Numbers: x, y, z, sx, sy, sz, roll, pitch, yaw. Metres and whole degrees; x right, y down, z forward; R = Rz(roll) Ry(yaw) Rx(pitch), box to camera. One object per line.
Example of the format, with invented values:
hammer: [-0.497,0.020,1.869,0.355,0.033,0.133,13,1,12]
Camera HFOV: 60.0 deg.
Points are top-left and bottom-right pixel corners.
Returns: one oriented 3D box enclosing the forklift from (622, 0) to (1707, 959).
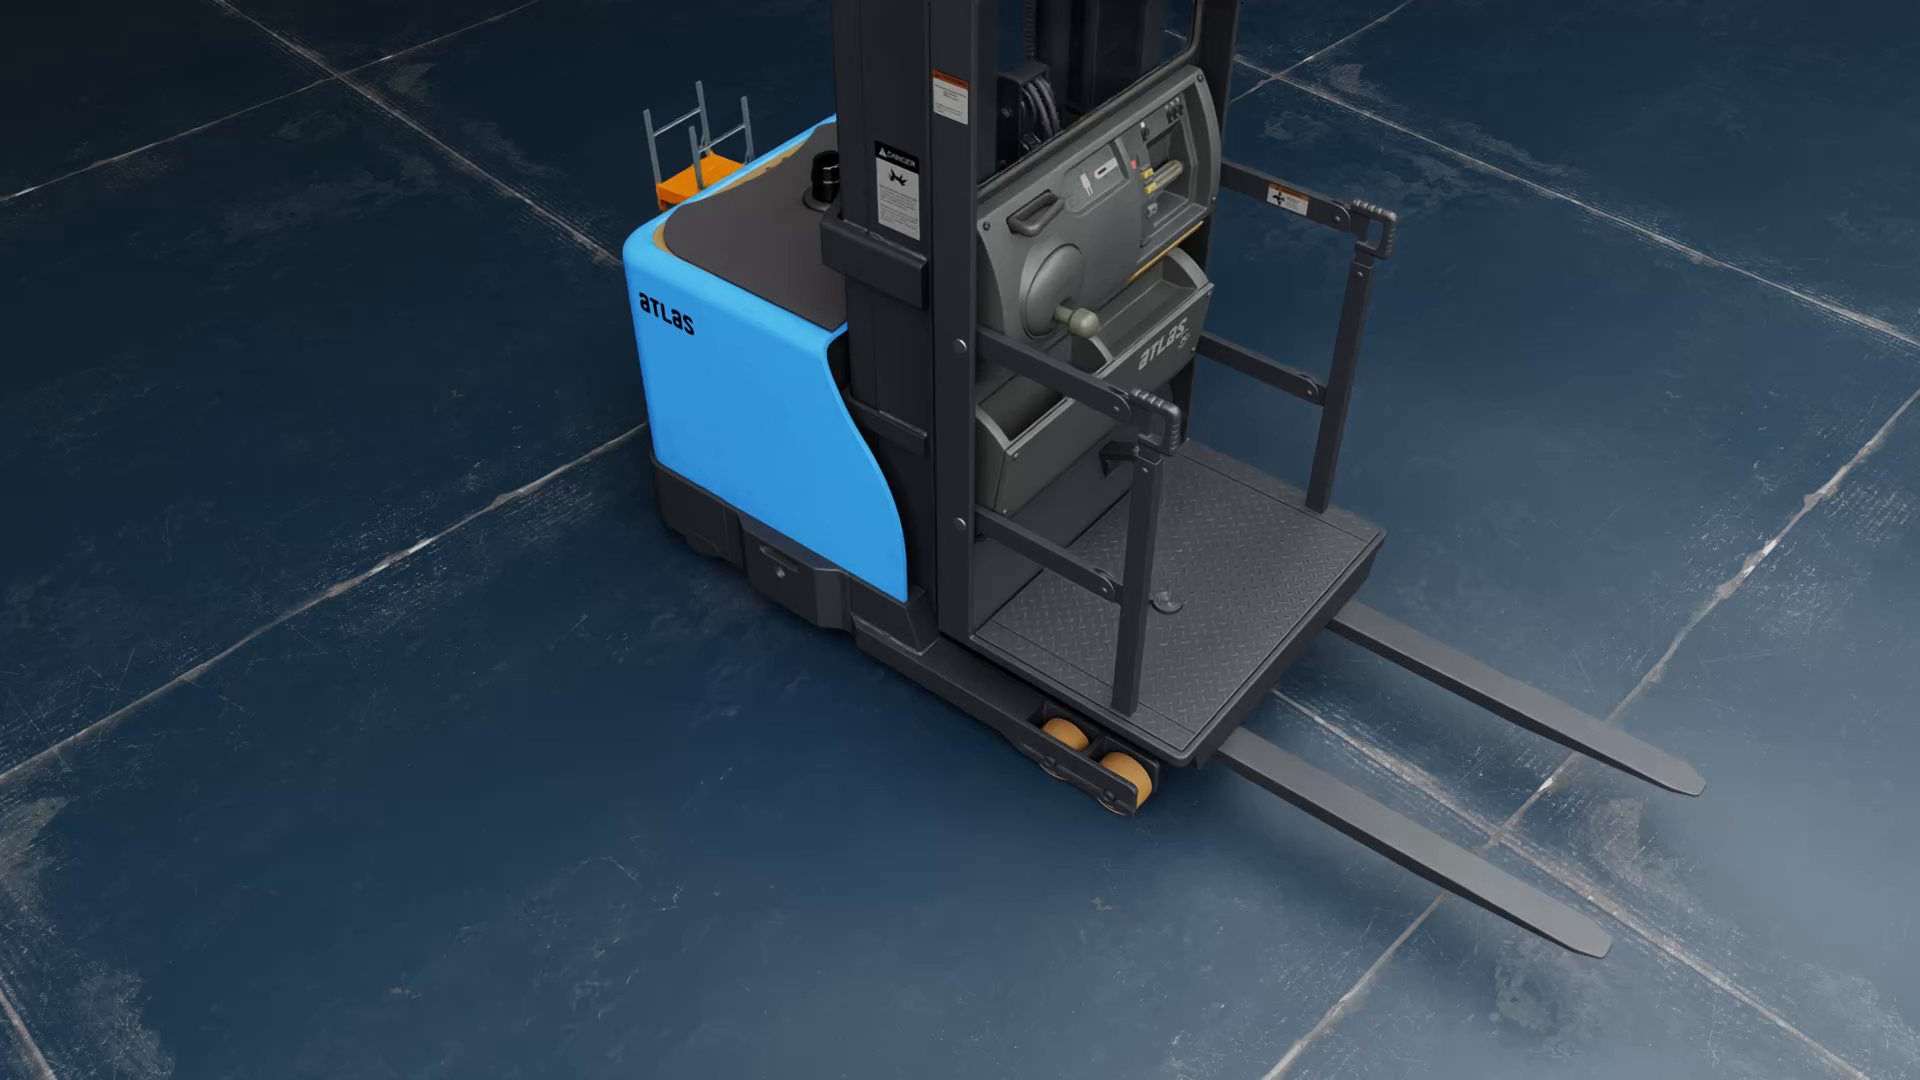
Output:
forklift: [0.518,-0.754,3.906,3.031,2.935,1.130,28,50,27]

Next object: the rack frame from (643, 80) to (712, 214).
rack frame: [-0.827,-0.858,5.295,0.006,1.200,0.240,25,48,28]

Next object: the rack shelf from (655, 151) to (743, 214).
rack shelf: [-0.764,-1.061,5.044,0.180,0.103,0.258,25,48,28]

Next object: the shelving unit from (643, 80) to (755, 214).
shelving unit: [-0.754,-0.824,5.252,0.189,1.200,0.258,25,48,28]

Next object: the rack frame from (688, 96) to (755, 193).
rack frame: [-0.681,-0.789,5.209,0.006,1.200,0.240,25,48,28]
